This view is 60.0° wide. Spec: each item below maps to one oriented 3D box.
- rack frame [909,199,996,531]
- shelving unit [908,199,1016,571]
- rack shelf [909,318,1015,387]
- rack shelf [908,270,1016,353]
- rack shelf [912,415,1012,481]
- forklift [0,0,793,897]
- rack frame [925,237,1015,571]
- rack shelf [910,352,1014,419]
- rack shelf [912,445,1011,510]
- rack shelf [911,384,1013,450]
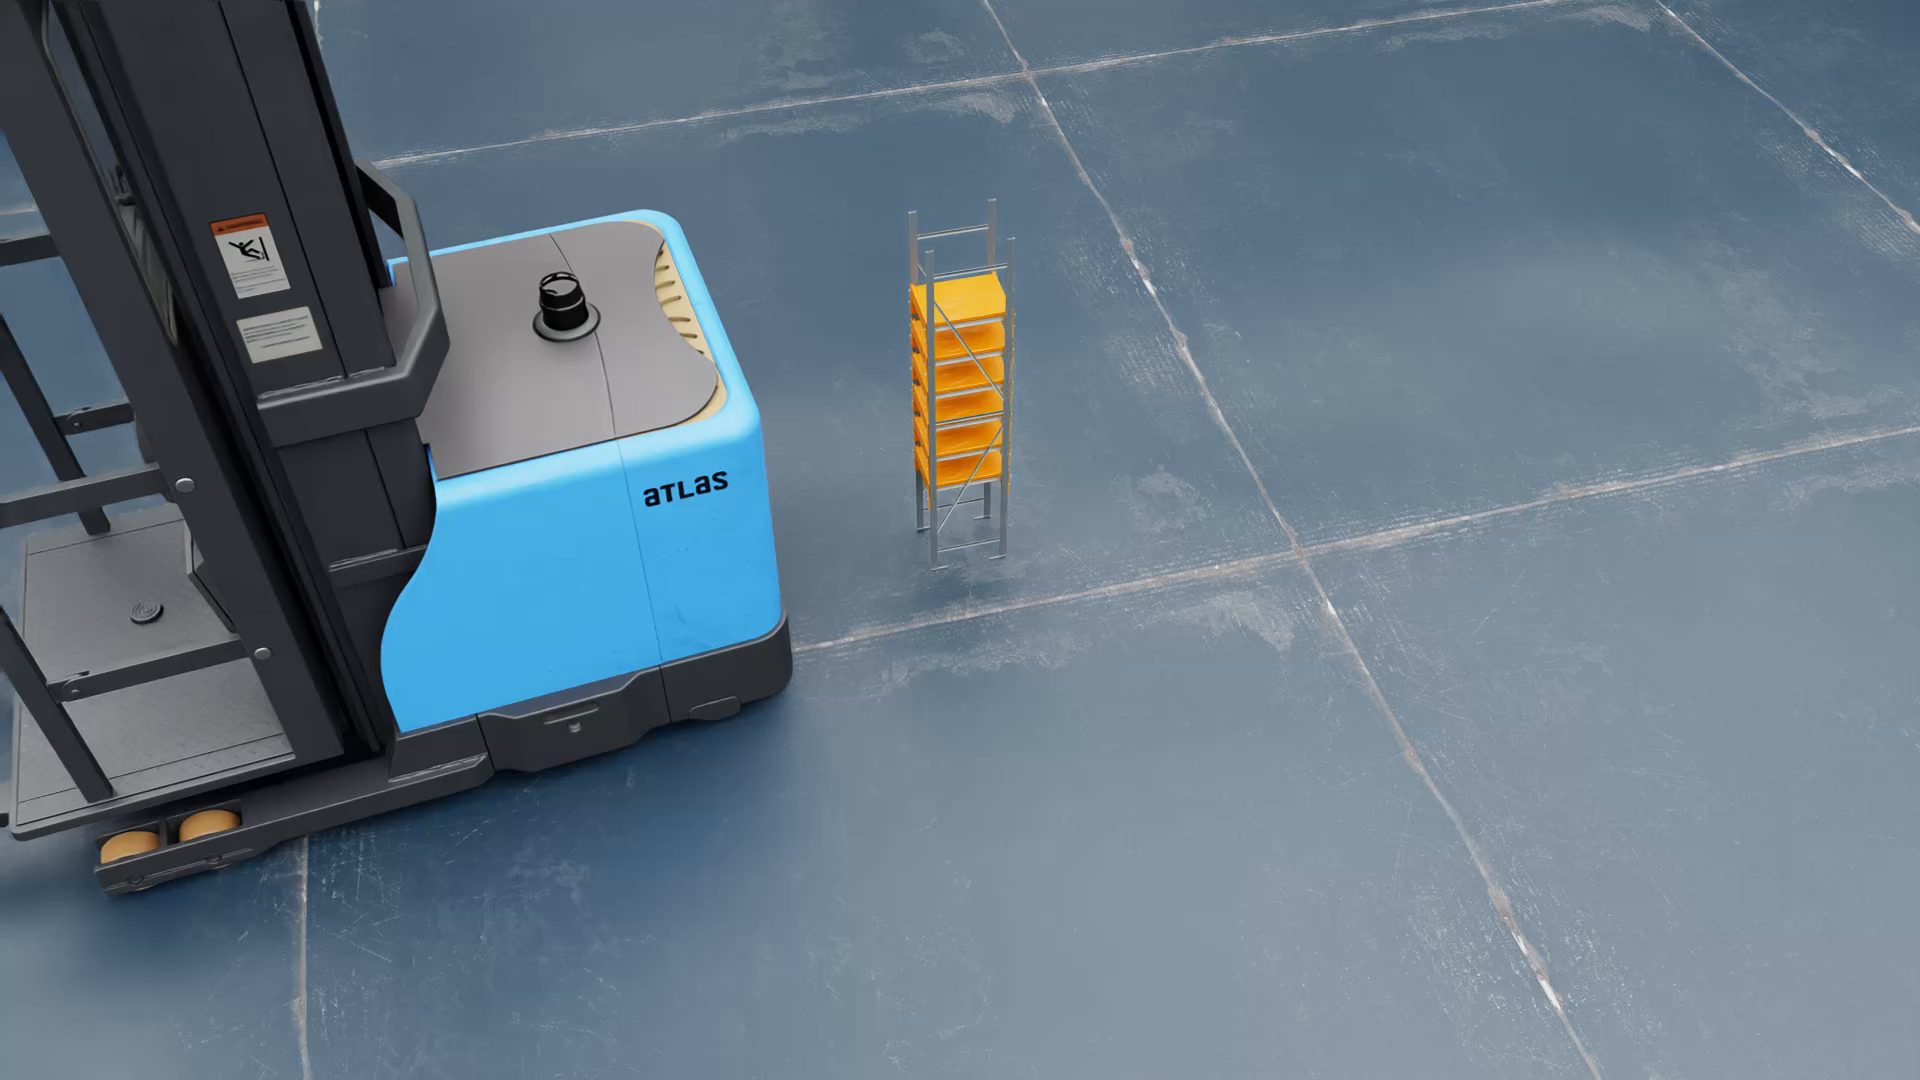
[{"bbox_3d":[-0.020,-0.473,4.874,0.240,1.200,0.006,-11,47,-10],"label":"rack frame"},{"bbox_3d":[0.004,-0.410,4.812,0.258,1.200,0.189,-11,47,-10],"label":"shelving unit"},{"bbox_3d":[0.004,-0.547,4.672,0.258,0.103,0.180,-11,47,-10],"label":"rack shelf"},{"bbox_3d":[0.004,-0.631,4.586,0.258,0.103,0.180,-11,47,-10],"label":"rack shelf"},{"bbox_3d":[0.004,-0.295,4.929,0.258,0.103,0.180,-11,47,-10],"label":"rack shelf"},{"bbox_3d":[-2.053,-0.537,3.724,3.031,2.935,1.130,-15,47,-14],"label":"forklift"},{"bbox_3d":[0.027,-0.347,4.750,0.240,1.200,0.006,-11,47,-10],"label":"rack frame"},{"bbox_3d":[0.004,-0.463,4.758,0.258,0.103,0.180,-11,47,-10],"label":"rack shelf"},{"bbox_3d":[0.004,-0.211,5.015,0.258,0.103,0.180,-11,47,-10],"label":"rack shelf"},{"bbox_3d":[0.004,-0.379,4.843,0.258,0.103,0.180,-11,47,-10],"label":"rack shelf"}]
